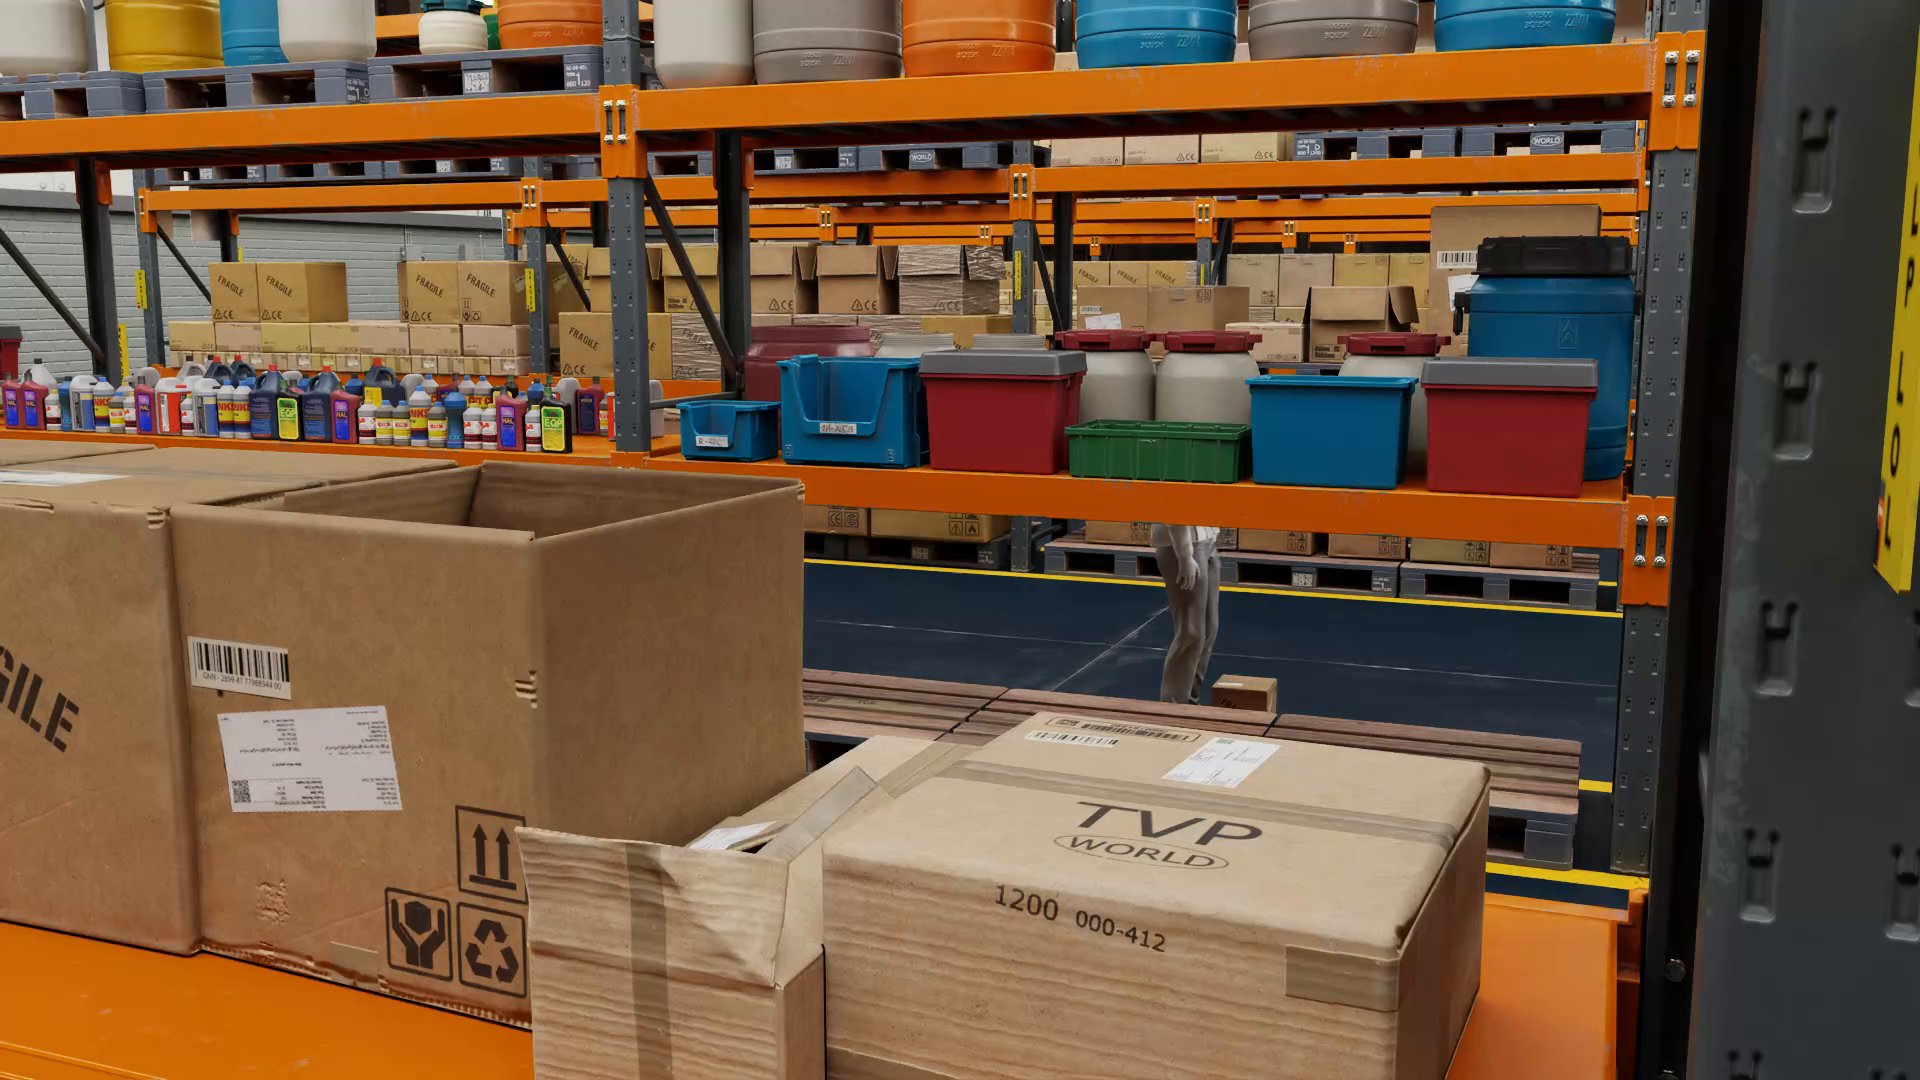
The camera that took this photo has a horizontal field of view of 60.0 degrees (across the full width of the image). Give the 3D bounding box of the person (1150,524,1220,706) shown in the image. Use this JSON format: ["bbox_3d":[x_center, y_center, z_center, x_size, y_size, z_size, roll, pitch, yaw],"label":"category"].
[{"bbox_3d":[1.051,0.057,7.476,0.375,1.663,0.526,3,9,21],"label":"person"}]
